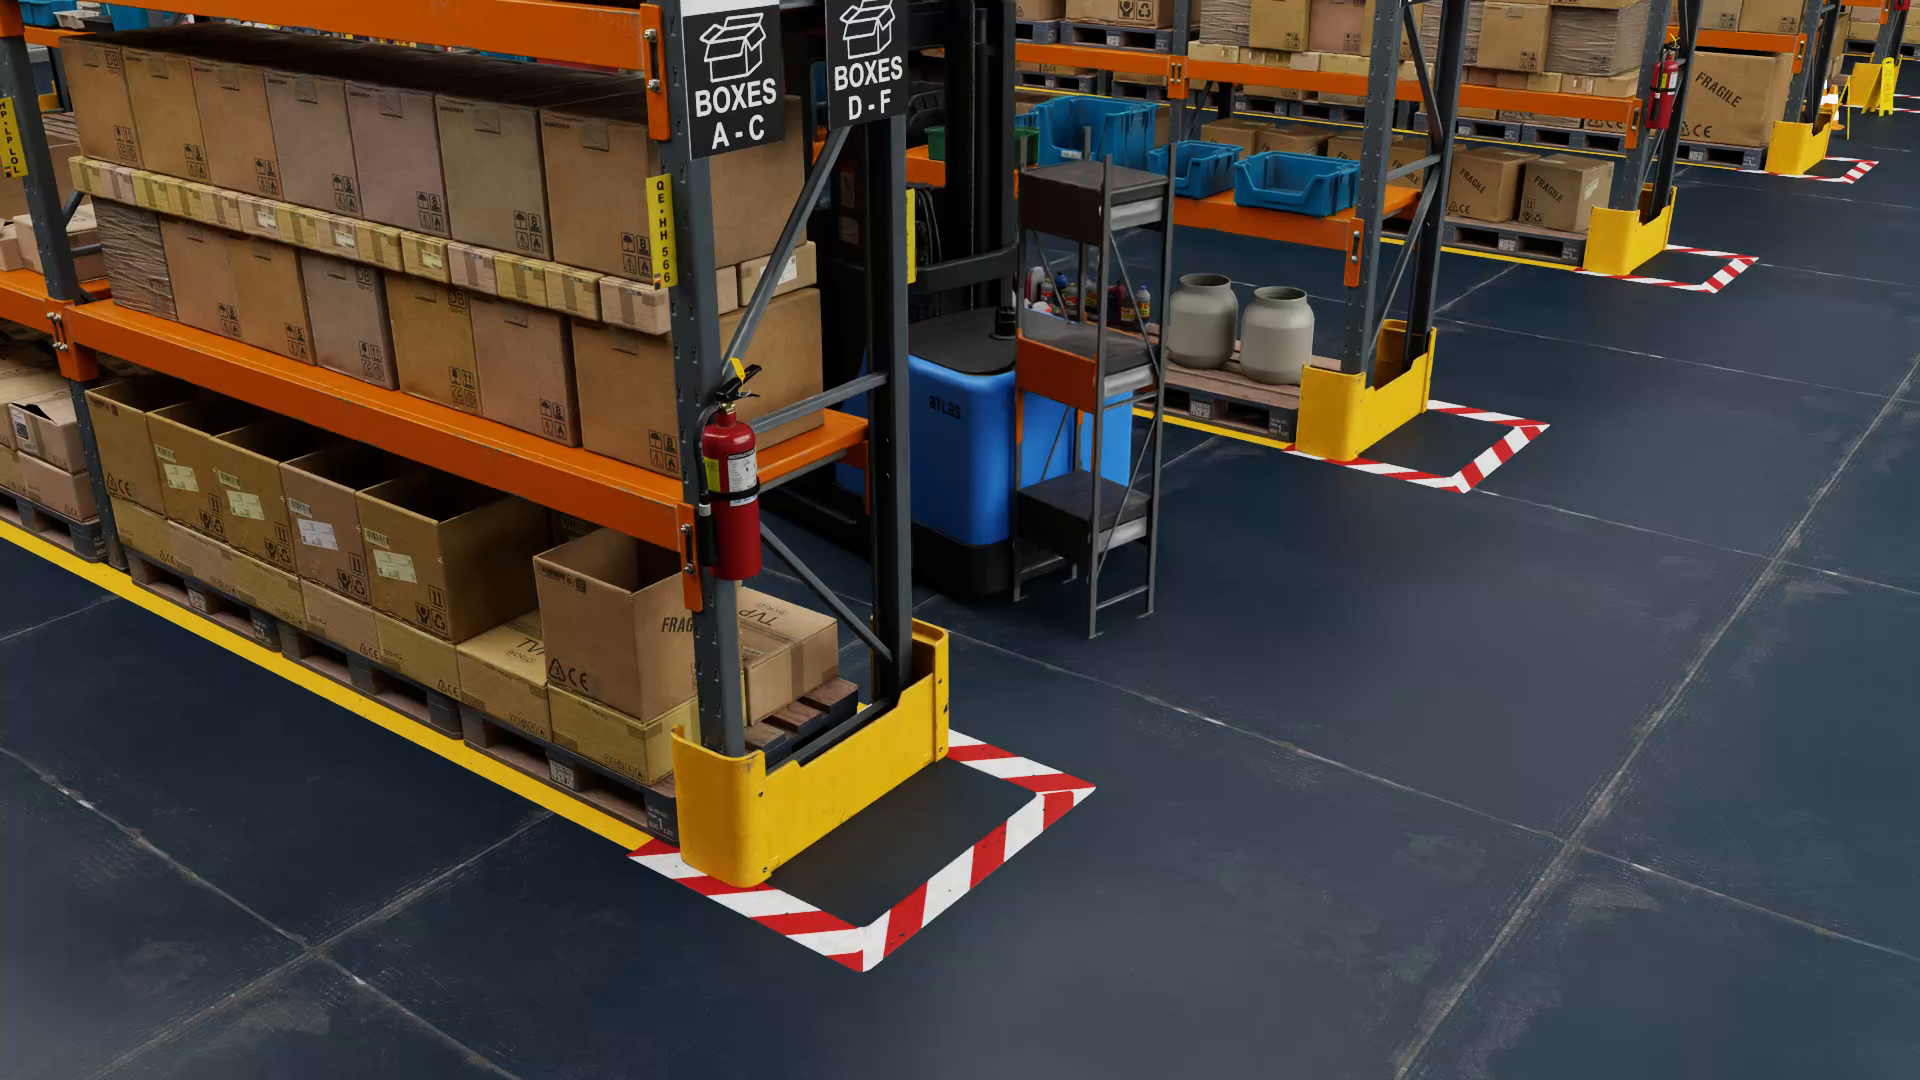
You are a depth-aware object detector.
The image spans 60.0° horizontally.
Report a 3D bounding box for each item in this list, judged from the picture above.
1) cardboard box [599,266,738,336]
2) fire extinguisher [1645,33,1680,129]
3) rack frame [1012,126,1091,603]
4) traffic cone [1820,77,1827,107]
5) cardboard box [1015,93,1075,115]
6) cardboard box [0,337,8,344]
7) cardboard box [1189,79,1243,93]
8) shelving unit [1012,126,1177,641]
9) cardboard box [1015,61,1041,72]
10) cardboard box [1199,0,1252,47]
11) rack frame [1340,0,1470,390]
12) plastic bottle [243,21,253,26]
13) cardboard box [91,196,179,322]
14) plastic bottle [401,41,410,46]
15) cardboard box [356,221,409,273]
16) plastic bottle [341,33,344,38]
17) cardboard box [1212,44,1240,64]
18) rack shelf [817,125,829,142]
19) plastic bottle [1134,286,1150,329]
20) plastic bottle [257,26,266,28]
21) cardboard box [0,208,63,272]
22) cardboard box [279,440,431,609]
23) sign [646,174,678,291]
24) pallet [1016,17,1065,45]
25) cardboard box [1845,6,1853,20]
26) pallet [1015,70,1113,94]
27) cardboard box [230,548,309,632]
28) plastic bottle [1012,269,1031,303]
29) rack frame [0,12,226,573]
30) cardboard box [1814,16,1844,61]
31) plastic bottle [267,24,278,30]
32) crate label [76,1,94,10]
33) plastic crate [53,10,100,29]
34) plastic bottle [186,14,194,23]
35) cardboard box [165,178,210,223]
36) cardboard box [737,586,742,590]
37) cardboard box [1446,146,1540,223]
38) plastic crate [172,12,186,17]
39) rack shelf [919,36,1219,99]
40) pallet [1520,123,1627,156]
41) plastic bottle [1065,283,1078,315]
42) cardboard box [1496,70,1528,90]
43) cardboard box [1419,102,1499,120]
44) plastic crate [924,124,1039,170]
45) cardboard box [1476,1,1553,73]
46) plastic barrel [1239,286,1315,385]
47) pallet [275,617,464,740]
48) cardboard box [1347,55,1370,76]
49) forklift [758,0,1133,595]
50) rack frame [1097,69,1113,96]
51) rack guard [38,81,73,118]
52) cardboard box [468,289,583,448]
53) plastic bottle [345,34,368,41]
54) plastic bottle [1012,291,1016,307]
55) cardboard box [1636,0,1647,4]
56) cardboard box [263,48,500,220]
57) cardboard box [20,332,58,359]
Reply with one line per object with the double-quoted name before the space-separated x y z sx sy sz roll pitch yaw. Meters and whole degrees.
"cardboard box" -0.945 -0.800 5.417 0.250 0.149 0.380 16 29 32
"fire extinguisher" 5.235 -3.410 12.365 0.183 0.674 0.296 17 29 33
"rack frame" 0.394 -0.726 7.294 0.400 2.100 0.015 -19 30 -37
"traffic cone" 10.245 -5.346 19.809 0.334 0.463 0.336 17 29 33
"cardboard box" 0.922 -4.058 16.295 0.500 0.500 0.700 14 27 29
"cardboard box" -5.440 -0.958 8.897 0.500 0.311 0.500 16 29 33
"cardboard box" 3.208 -5.908 20.208 0.750 0.750 1.050 17 29 34
"shelving unit" 0.553 -0.652 7.125 0.431 2.100 0.503 -19 30 -37
"cardboard box" 0.977 -6.382 21.593 0.500 0.500 0.500 18 30 35
"cardboard box" 2.542 -4.642 14.572 0.500 0.500 0.875 17 29 33
"rack frame" 2.449 -2.024 9.123 0.127 3.000 1.000 17 29 33
"plastic bottle" -6.704 -4.799 15.667 0.097 0.201 0.097 0 24 0
"cardboard box" -3.367 -1.334 7.434 0.500 0.500 0.700 16 28 32
"plastic bottle" -4.843 -4.345 14.551 0.097 0.271 0.097 0 24 0
"cardboard box" -1.982 -1.113 6.126 0.250 0.149 0.380 18 29 35
"plastic bottle" -5.546 -4.525 15.047 0.097 0.201 0.097 0 24 0
"cardboard box" 2.403 -4.260 14.510 0.250 0.149 0.380 17 29 33
"rack shelf" -2.352 -3.145 12.561 4.000 0.370 1.077 17 29 33
"plastic bottle" 1.185 -1.515 10.807 0.097 0.271 0.097 0 24 0
"plastic bottle" -6.085 -4.354 14.565 0.135 0.276 0.152 17 29 33
"cardboard box" -4.539 -1.485 8.068 0.258 0.266 0.396 16 28 32
"cardboard box" -2.341 -0.096 6.706 0.500 0.500 0.500 17 29 33
"sign" -0.861 -0.893 4.827 0.005 0.325 0.100 17 29 33
"pallet" 0.626 -5.003 16.122 1.213 0.211 1.003 17 29 33
"cardboard box" 12.939 -7.844 24.601 0.500 0.250 0.500 16 28 32
"pallet" 1.449 -6.045 21.709 1.213 0.211 1.003 17 29 33
"cardboard box" -2.742 0.128 7.130 0.500 0.250 0.500 17 29 33
"plastic bottle" 0.413 -1.687 11.181 0.133 0.283 0.061 17 29 33
"rack frame" -3.726 -1.394 7.693 0.127 3.000 1.000 17 29 33
"cardboard box" 10.565 -6.206 20.573 0.500 0.500 0.500 17 29 34
"plastic bottle" -6.308 -4.740 15.348 0.185 0.351 0.144 17 29 33
"crate label" -9.132 -5.526 17.325 0.243 0.136 0.396 17 29 33
"plastic crate" -8.727 -5.156 16.485 0.466 0.136 0.293 17 29 33
"plastic bottle" -7.034 -4.703 15.266 0.185 0.351 0.144 17 29 33
"cardboard box" -3.008 -1.423 6.832 0.250 0.149 0.380 17 29 33
"cardboard box" -1.223 0.319 6.696 0.500 0.250 0.500 17 29 33
"cardboard box" 4.431 -2.960 13.827 0.500 0.500 0.500 -17 29 -34
"plastic crate" -7.717 -5.279 16.357 0.583 0.464 0.402 17 29 33
"rack shelf" 0.618 -4.743 16.187 4.000 0.370 1.077 17 29 33
"pallet" 6.816 -4.385 17.940 1.213 0.211 1.003 17 29 33
"plastic bottle" 0.751 -1.614 11.119 0.097 0.201 0.097 0 24 0
"cardboard box" 4.446 -3.679 13.191 0.250 0.149 0.380 17 29 33
"cardboard box" 5.736 -5.210 18.469 0.875 0.875 0.875 17 29 34
"plastic crate" 0.165 -2.475 10.409 0.662 0.188 0.450 17 29 33
"cardboard box" 4.524 -4.028 13.178 0.500 0.500 0.875 17 29 33
"plastic barrel" 1.876 -1.212 9.845 0.421 0.512 0.421 0 24 0
"pallet" -2.134 0.383 7.119 1.213 0.211 1.003 17 29 33
"cardboard box" 3.419 -3.966 13.844 0.250 0.149 0.380 17 29 33
"forklift" -0.512 -1.609 8.268 1.130 2.935 3.031 -19 30 -37
"rack frame" 2.073 -7.132 20.717 0.127 3.000 1.000 17 29 33
"rack guard" -10.381 -4.750 18.412 0.348 0.500 1.175 17 29 33
"cardboard box" -1.314 -0.715 6.028 0.500 0.500 0.700 18 29 35
"plastic bottle" -5.324 -4.438 14.664 0.185 0.351 0.144 17 29 33
"plastic bottle" 0.285 -1.457 10.577 0.185 0.351 0.144 18 30 35
"cardboard box" 5.143 -4.482 12.969 0.500 0.500 0.500 17 29 33
"cardboard box" -2.162 -1.564 6.346 0.500 0.500 0.700 17 29 33
"cardboard box" -4.719 -1.012 9.020 0.500 0.311 0.500 16 28 32
